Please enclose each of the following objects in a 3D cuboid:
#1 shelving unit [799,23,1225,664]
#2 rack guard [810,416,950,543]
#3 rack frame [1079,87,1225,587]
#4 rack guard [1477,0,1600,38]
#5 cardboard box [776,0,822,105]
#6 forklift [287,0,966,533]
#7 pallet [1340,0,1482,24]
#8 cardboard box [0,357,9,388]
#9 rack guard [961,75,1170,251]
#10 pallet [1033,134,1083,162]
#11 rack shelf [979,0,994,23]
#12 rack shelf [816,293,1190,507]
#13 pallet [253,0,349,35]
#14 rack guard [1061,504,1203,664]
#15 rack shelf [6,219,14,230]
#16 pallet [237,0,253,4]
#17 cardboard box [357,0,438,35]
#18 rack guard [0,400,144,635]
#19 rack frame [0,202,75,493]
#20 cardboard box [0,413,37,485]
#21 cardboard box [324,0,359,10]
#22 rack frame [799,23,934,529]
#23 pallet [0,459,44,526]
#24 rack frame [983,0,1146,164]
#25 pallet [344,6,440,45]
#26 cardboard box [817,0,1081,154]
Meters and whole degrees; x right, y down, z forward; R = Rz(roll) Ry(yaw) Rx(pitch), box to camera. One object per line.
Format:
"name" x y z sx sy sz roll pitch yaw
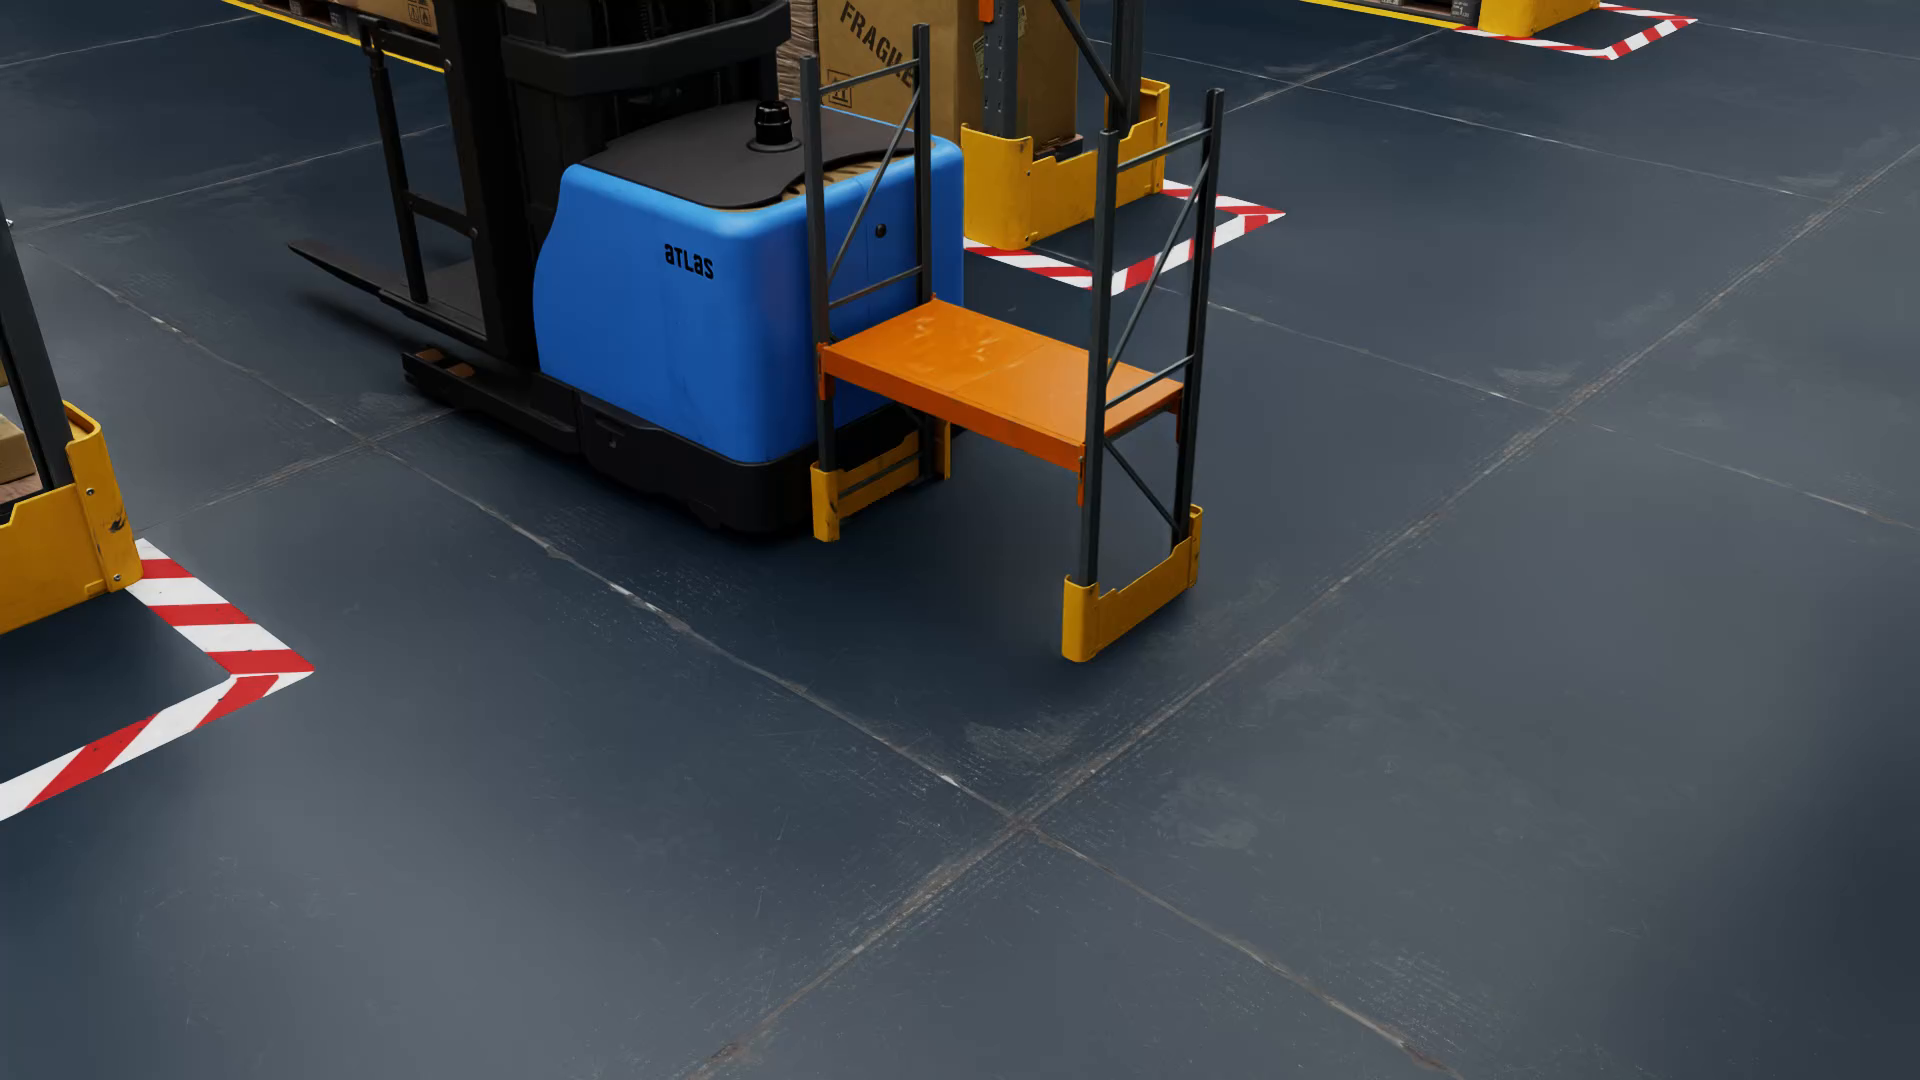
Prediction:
"shelving unit" 0.127 -0.588 4.772 1.083 1.500 0.587 24 39 34
"rack guard" -0.248 -0.221 5.375 0.087 0.250 0.587 24 39 34
"rack frame" 0.504 -0.419 4.491 0.032 1.500 0.500 24 39 34
"rack guard" 3.829 -3.664 10.852 0.348 0.500 1.175 25 39 35
"cardboard box" -0.724 -2.620 8.347 0.875 0.875 0.875 25 39 35
"forklift" -1.415 -1.908 5.577 3.031 2.935 1.130 24 39 34
"pallet" 3.217 -3.844 11.431 1.213 0.211 1.003 25 39 35
"cardboard box" -3.085 -0.508 4.965 0.250 0.149 0.380 23 38 33
"rack guard" 0.496 -1.766 7.698 0.348 0.500 1.175 25 39 35
"pallet" -0.167 -1.897 8.196 1.213 0.211 1.003 25 39 35
"rack shelf" -1.004 -3.229 8.402 4.000 0.370 1.077 25 39 35
"rack shelf" 0.120 -0.437 4.870 1.000 0.185 0.538 24 39 34
"pallet" -4.019 -3.695 11.183 1.213 0.211 1.003 25 39 35
"rack guard" 0.503 0.116 4.814 0.087 0.250 0.587 24 39 34
"rack shelf" -4.407 -1.367 5.310 4.000 0.370 1.077 25 39 35
"pallet" -4.919 -4.117 11.884 1.213 0.211 1.003 25 39 35
"cardboard box" -2.975 -3.713 10.162 0.875 0.875 1.225 25 39 35
"rack guard" -2.981 0.062 4.663 0.348 0.500 1.175 25 39 35
"rack frame" -2.925 -0.983 3.975 0.127 3.000 1.000 25 39 35
"cardboard box" -3.098 -0.245 5.106 0.250 0.149 0.380 26 40 36
"cardboard box" -3.638 -4.022 10.675 0.875 0.875 1.225 24 38 34
"rack frame" -0.263 -0.763 5.063 0.032 1.500 0.500 24 39 34
"pallet" -3.560 -0.109 5.227 1.213 0.211 1.003 25 39 35
"rack frame" 0.479 -2.845 7.067 0.127 3.000 1.000 25 39 35
"pallet" -3.110 -3.273 10.482 1.213 0.211 1.003 25 39 35
"cardboard box" -0.050 -2.305 7.824 0.875 0.875 0.875 25 39 35
